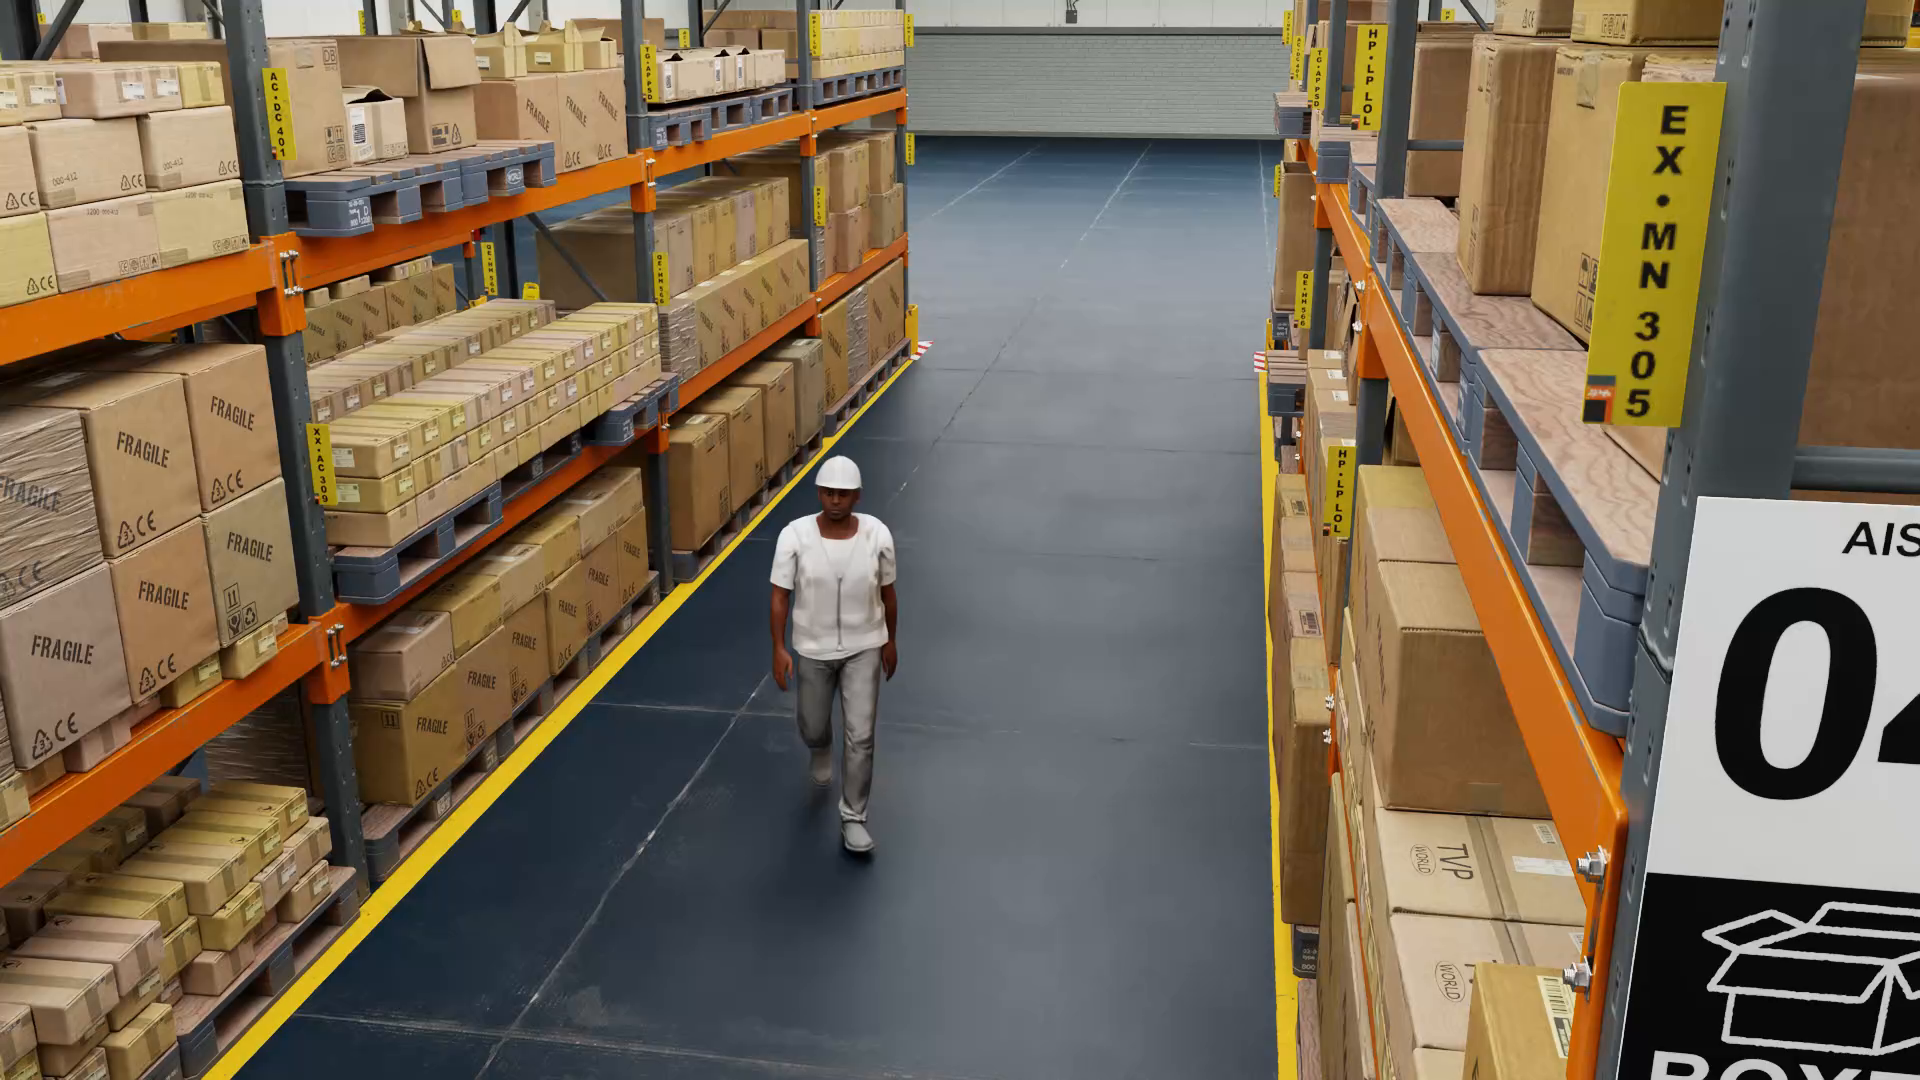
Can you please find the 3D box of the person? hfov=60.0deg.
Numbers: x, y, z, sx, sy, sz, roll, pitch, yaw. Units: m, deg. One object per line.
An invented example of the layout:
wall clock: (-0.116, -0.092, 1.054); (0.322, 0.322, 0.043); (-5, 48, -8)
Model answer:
person: (-0.567, 0.468, 7.533); (0.580, 1.740, 0.879); (-2, 18, -6)
